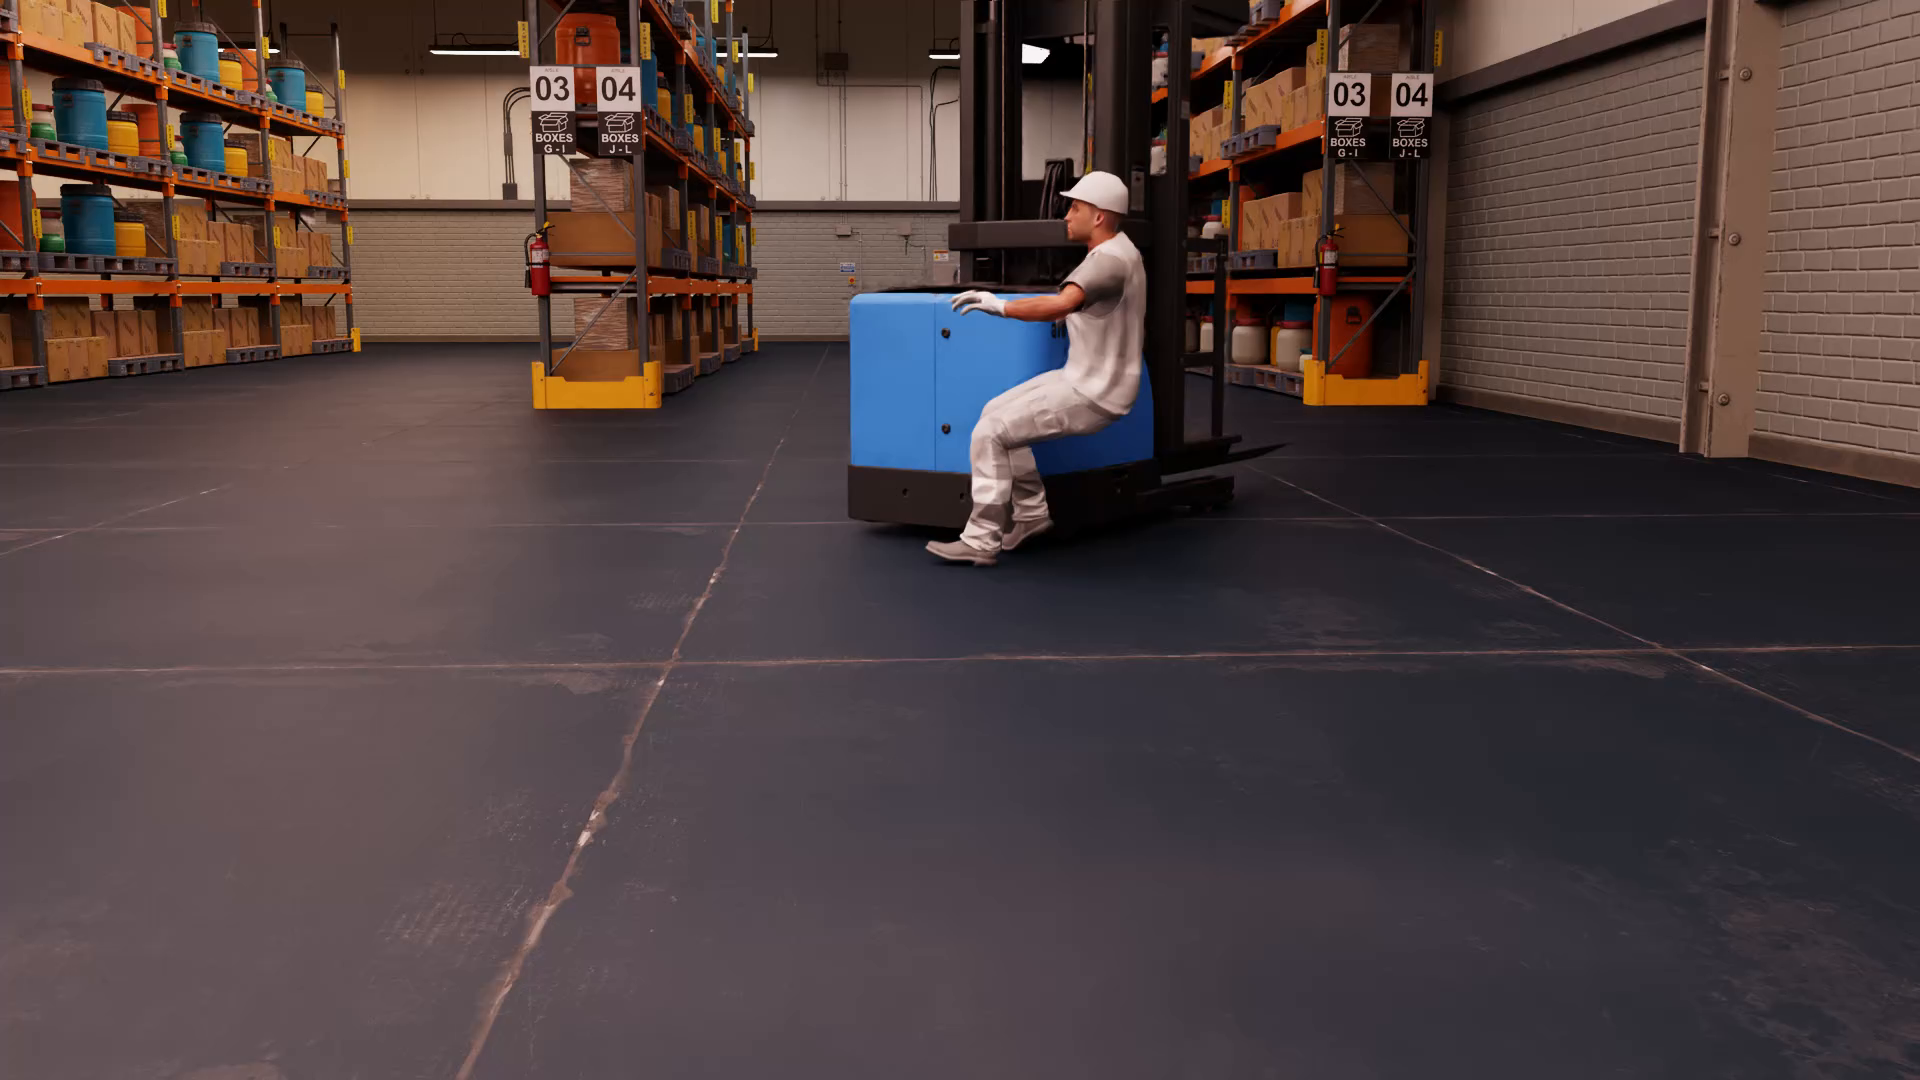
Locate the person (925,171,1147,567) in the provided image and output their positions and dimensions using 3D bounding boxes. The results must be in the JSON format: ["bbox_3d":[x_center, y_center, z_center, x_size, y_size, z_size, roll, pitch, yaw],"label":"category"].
[{"bbox_3d":[0.297,-0.668,6.598,0.873,1.543,0.992,0,8,3],"label":"person"}]

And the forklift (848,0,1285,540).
[{"bbox_3d":[0.733,-1.622,8.252,1.130,2.935,3.031,6,10,34],"label":"forklift"}]
